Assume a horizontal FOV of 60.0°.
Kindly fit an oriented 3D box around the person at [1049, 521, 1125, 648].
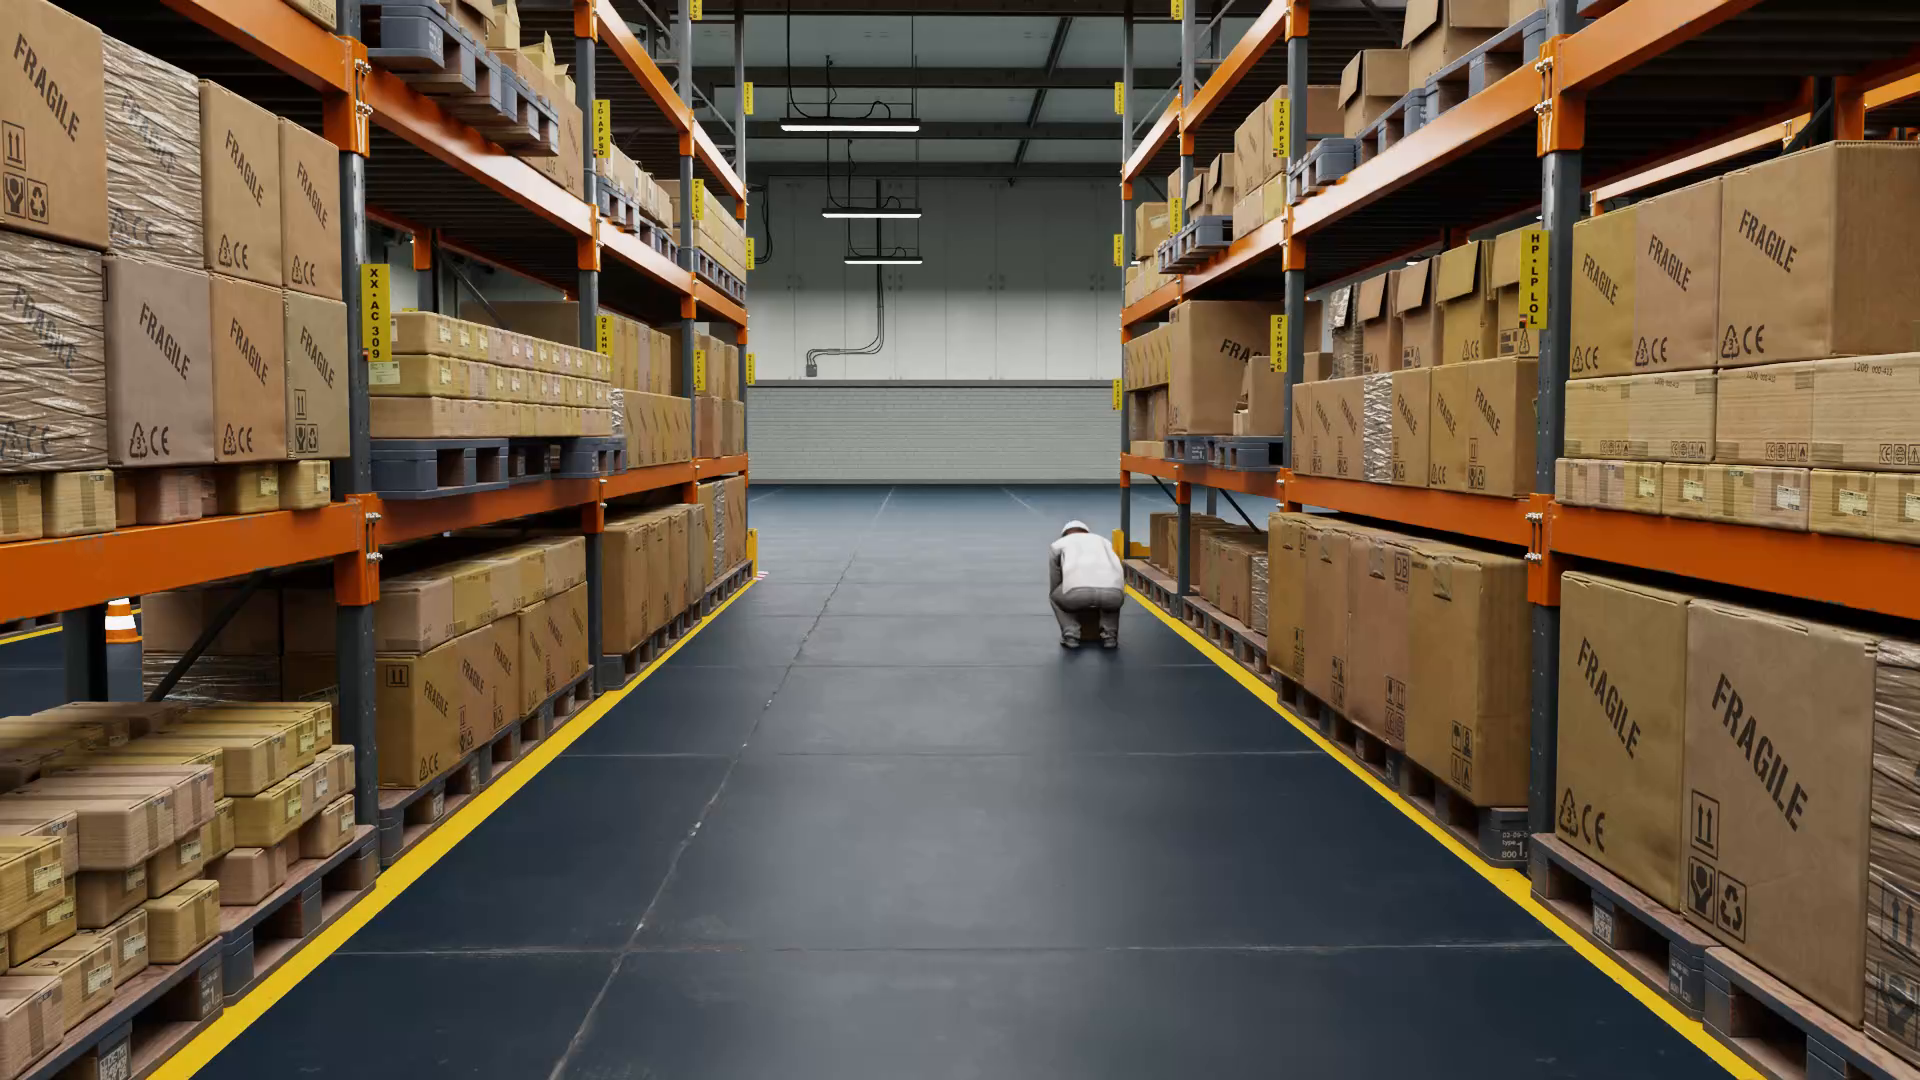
[{"bbox_3d":[0.921,0.318,12.094,0.531,0.879,0.919,0,4,-1],"label":"person"}]
